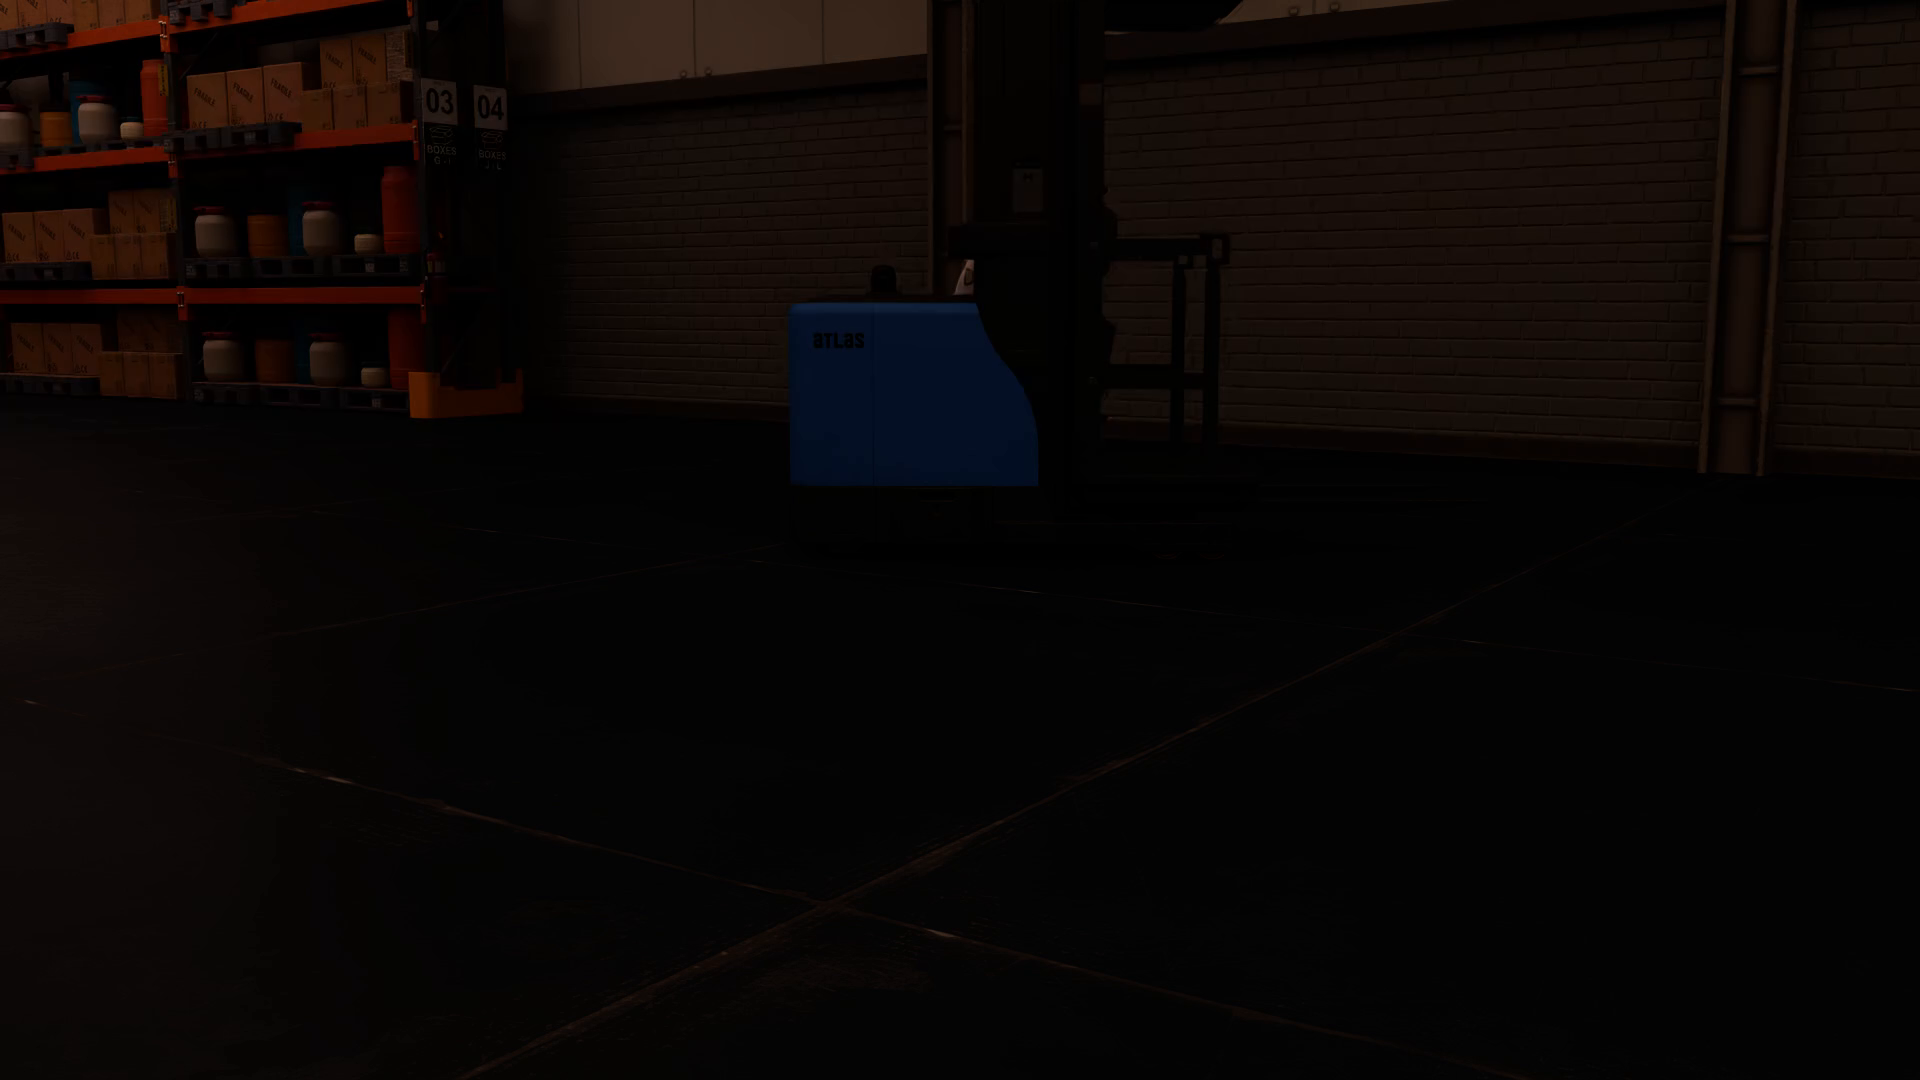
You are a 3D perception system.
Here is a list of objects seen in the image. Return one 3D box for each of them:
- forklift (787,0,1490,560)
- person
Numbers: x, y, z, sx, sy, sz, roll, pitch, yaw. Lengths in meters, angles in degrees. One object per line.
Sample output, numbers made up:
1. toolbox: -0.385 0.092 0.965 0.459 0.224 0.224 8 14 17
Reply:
1. forklift: 0.778 -1.441 7.327 3.031 2.935 1.130 0 8 -1
2. person: 0.275 -0.908 8.345 0.809 1.641 0.417 -1 8 -5
